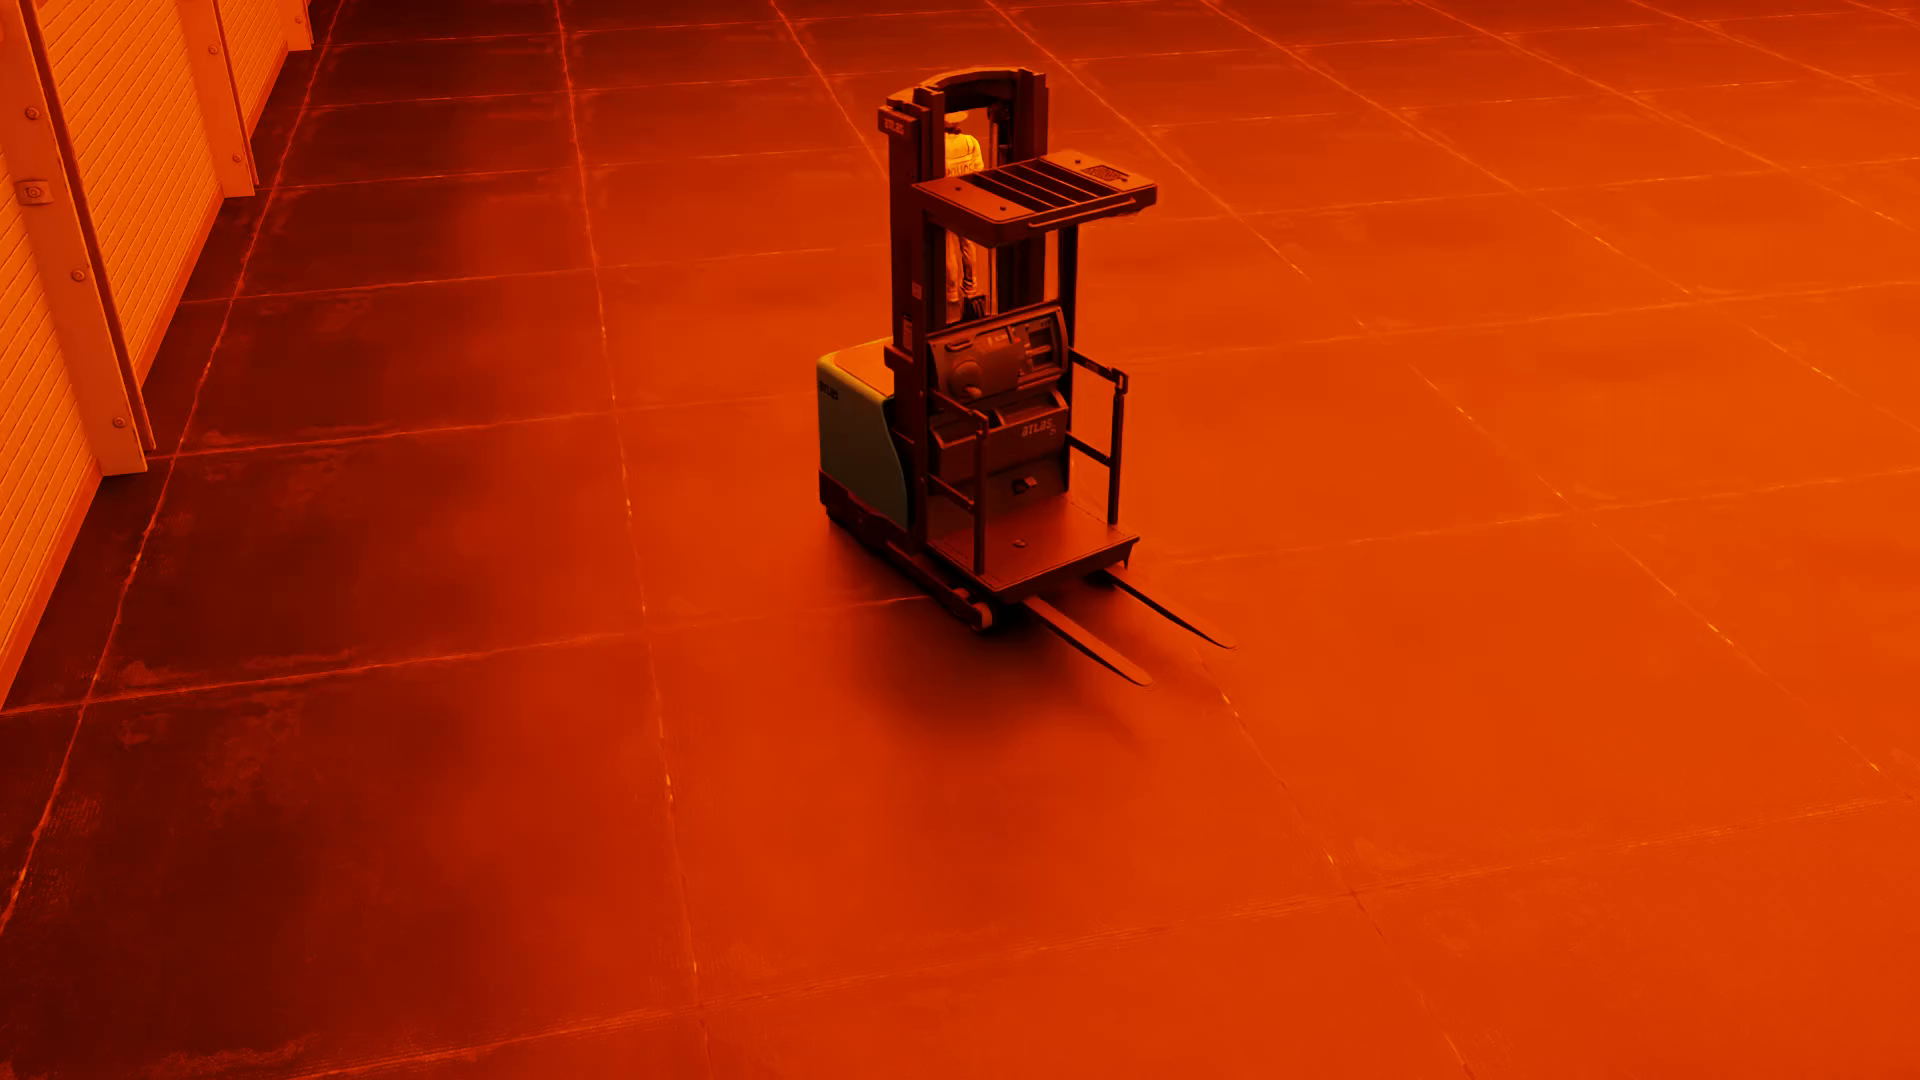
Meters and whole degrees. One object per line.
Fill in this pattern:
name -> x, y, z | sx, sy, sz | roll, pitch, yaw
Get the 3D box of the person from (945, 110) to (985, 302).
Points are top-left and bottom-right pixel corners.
person -> -0.088, -2.774, 13.586 | 0.587, 1.694, 0.530 | -12, 32, -19

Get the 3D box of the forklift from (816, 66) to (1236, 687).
forklift -> 0.355, -1.021, 9.338 | 1.130, 2.935, 3.031 | -20, 35, -30
